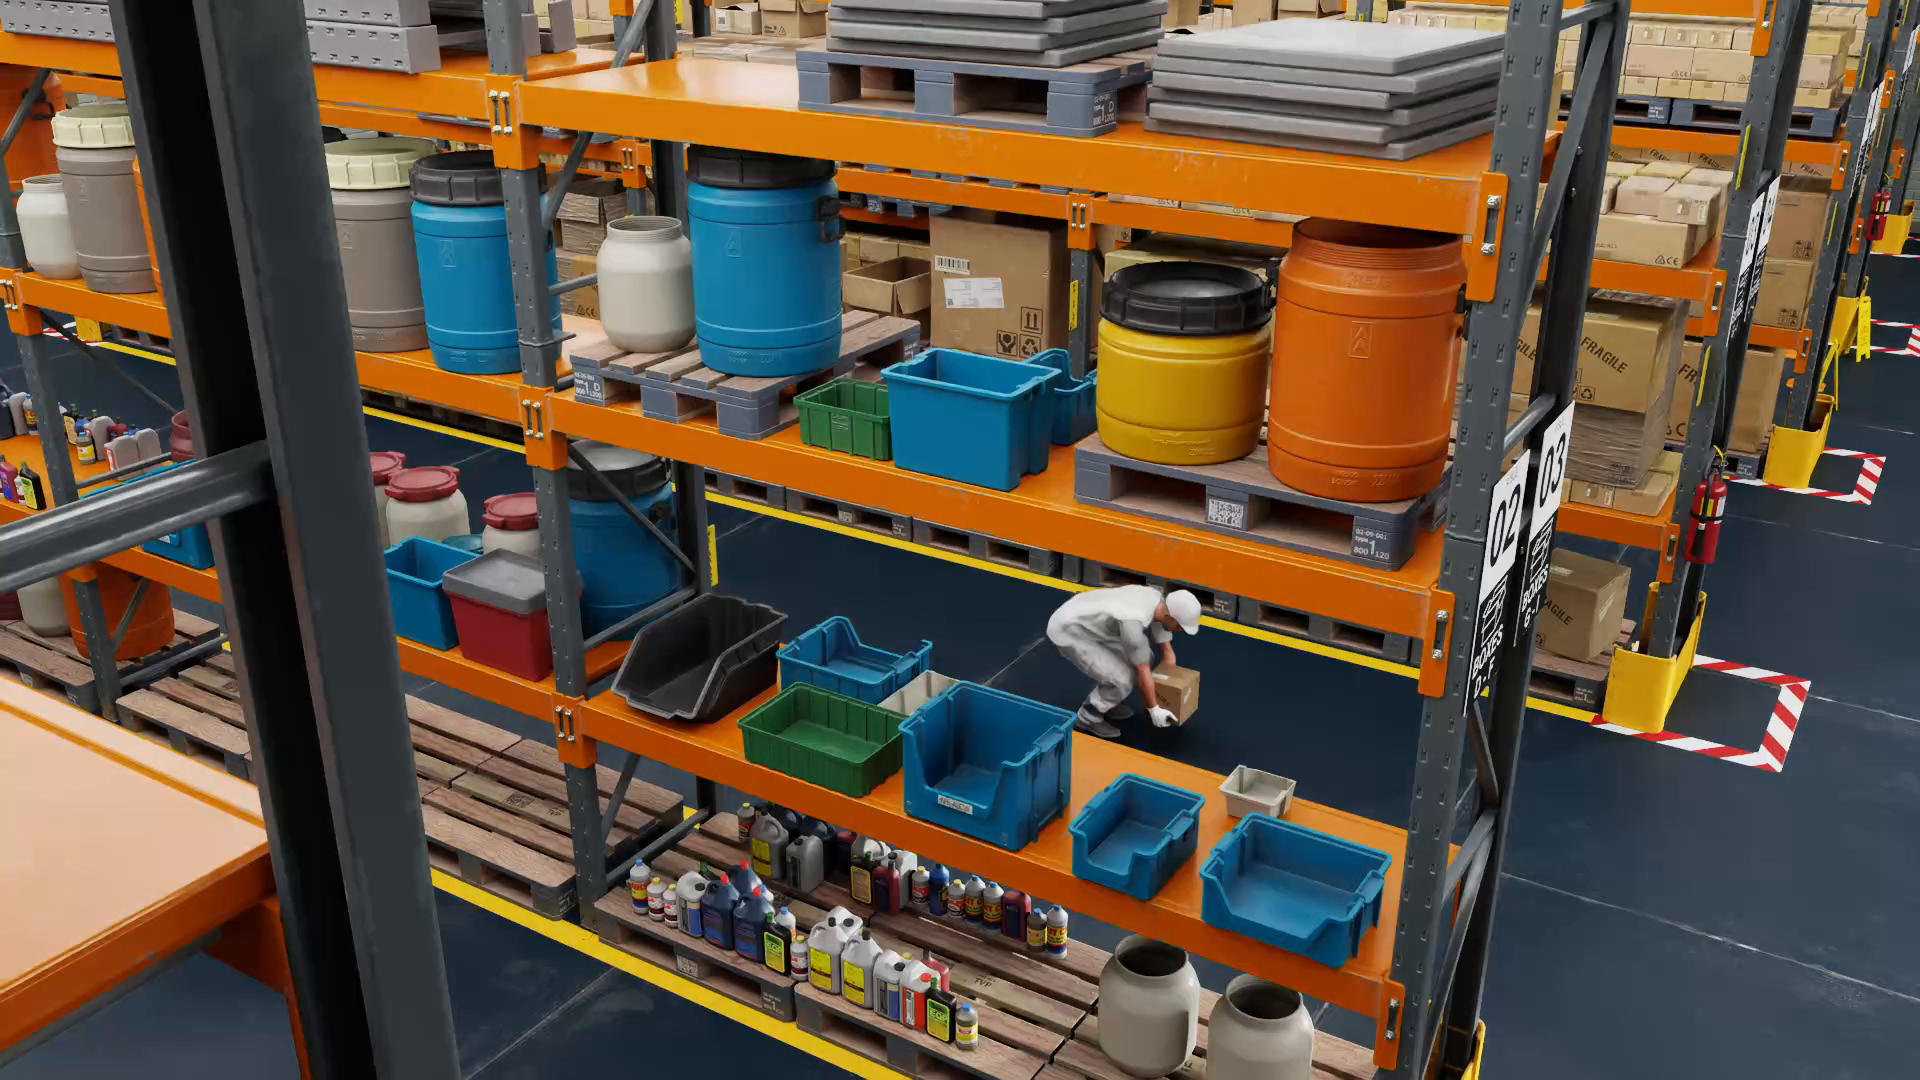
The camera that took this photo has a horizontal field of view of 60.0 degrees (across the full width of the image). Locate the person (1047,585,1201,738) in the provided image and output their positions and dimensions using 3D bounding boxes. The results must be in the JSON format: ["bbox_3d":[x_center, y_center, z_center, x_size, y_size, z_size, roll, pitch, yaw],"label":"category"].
[{"bbox_3d":[0.976,0.691,9.948,0.920,0.989,0.525,13,26,28],"label":"person"}]
